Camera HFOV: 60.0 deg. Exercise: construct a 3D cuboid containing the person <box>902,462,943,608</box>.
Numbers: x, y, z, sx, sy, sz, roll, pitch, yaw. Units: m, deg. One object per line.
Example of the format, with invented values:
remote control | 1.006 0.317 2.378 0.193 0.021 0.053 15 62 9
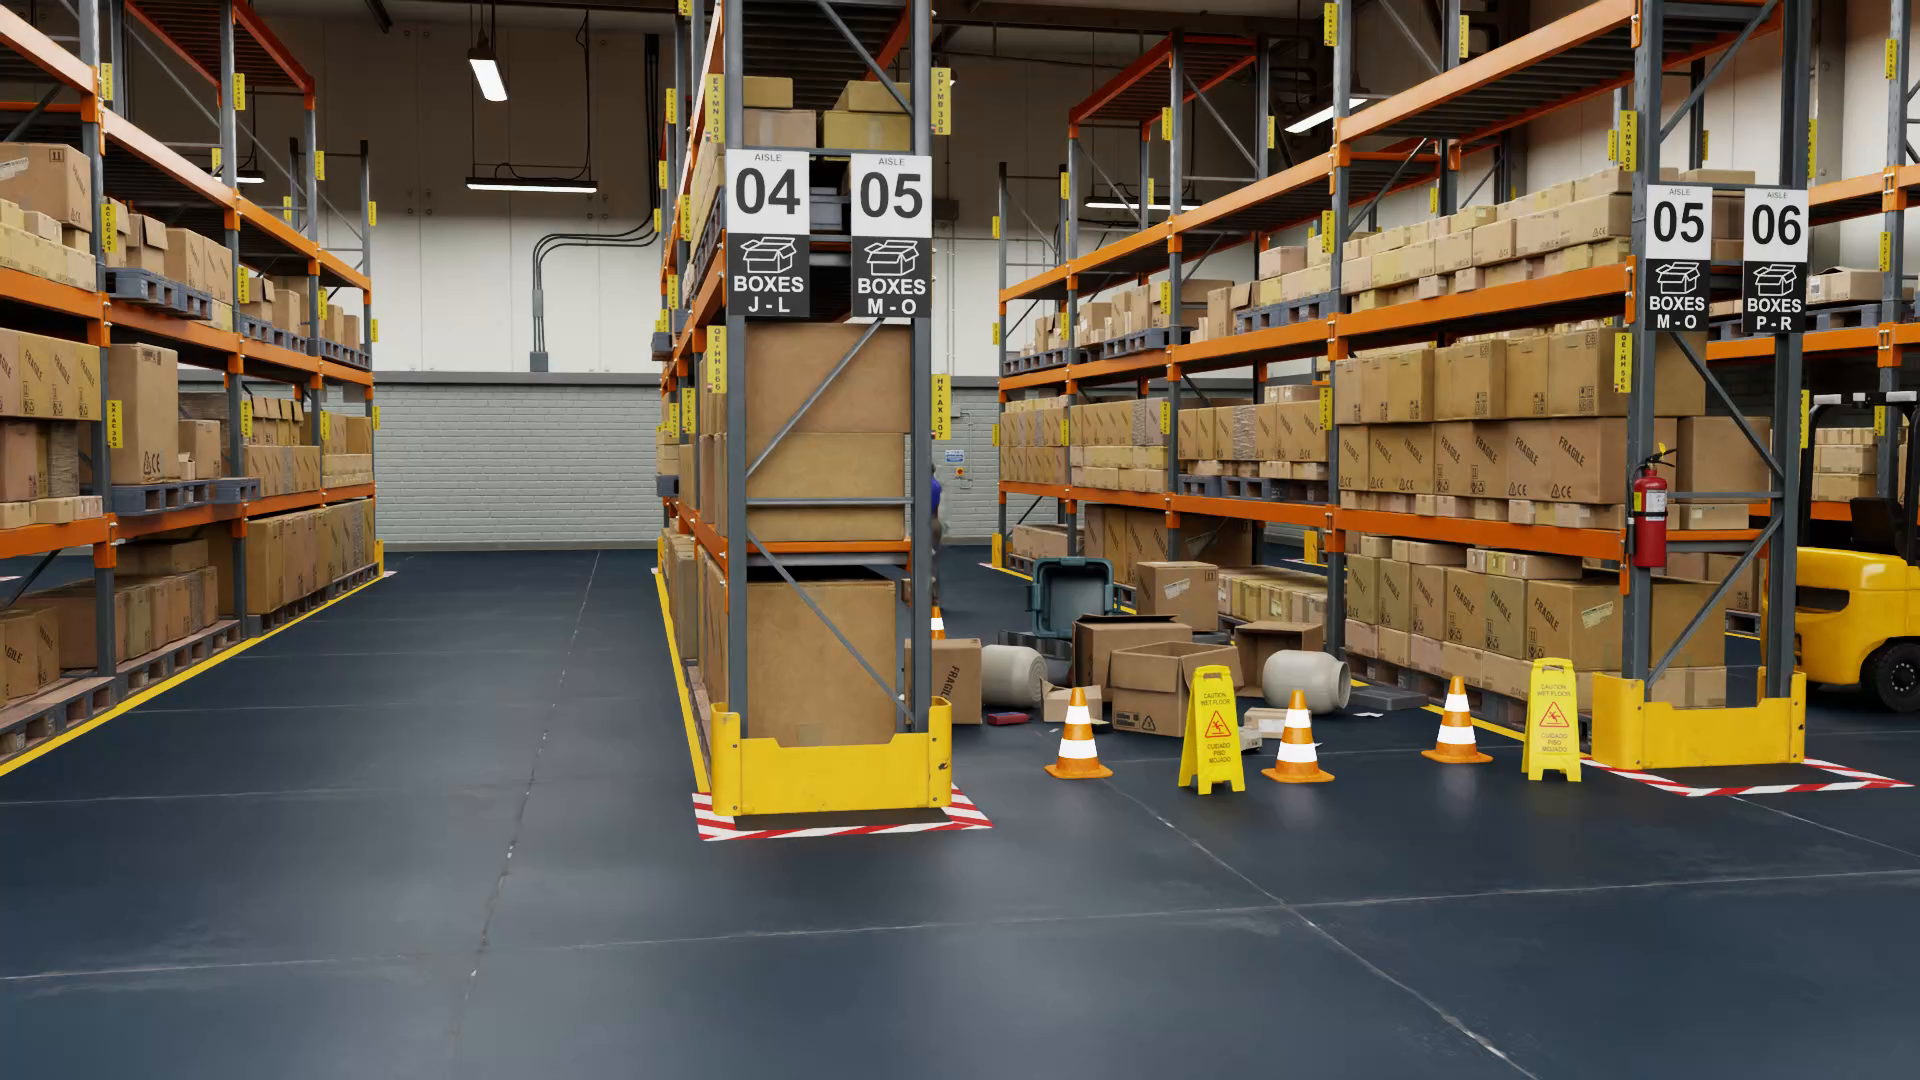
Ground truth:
person | -0.396 -0.068 18.594 0.331 1.710 0.483 2 4 36
